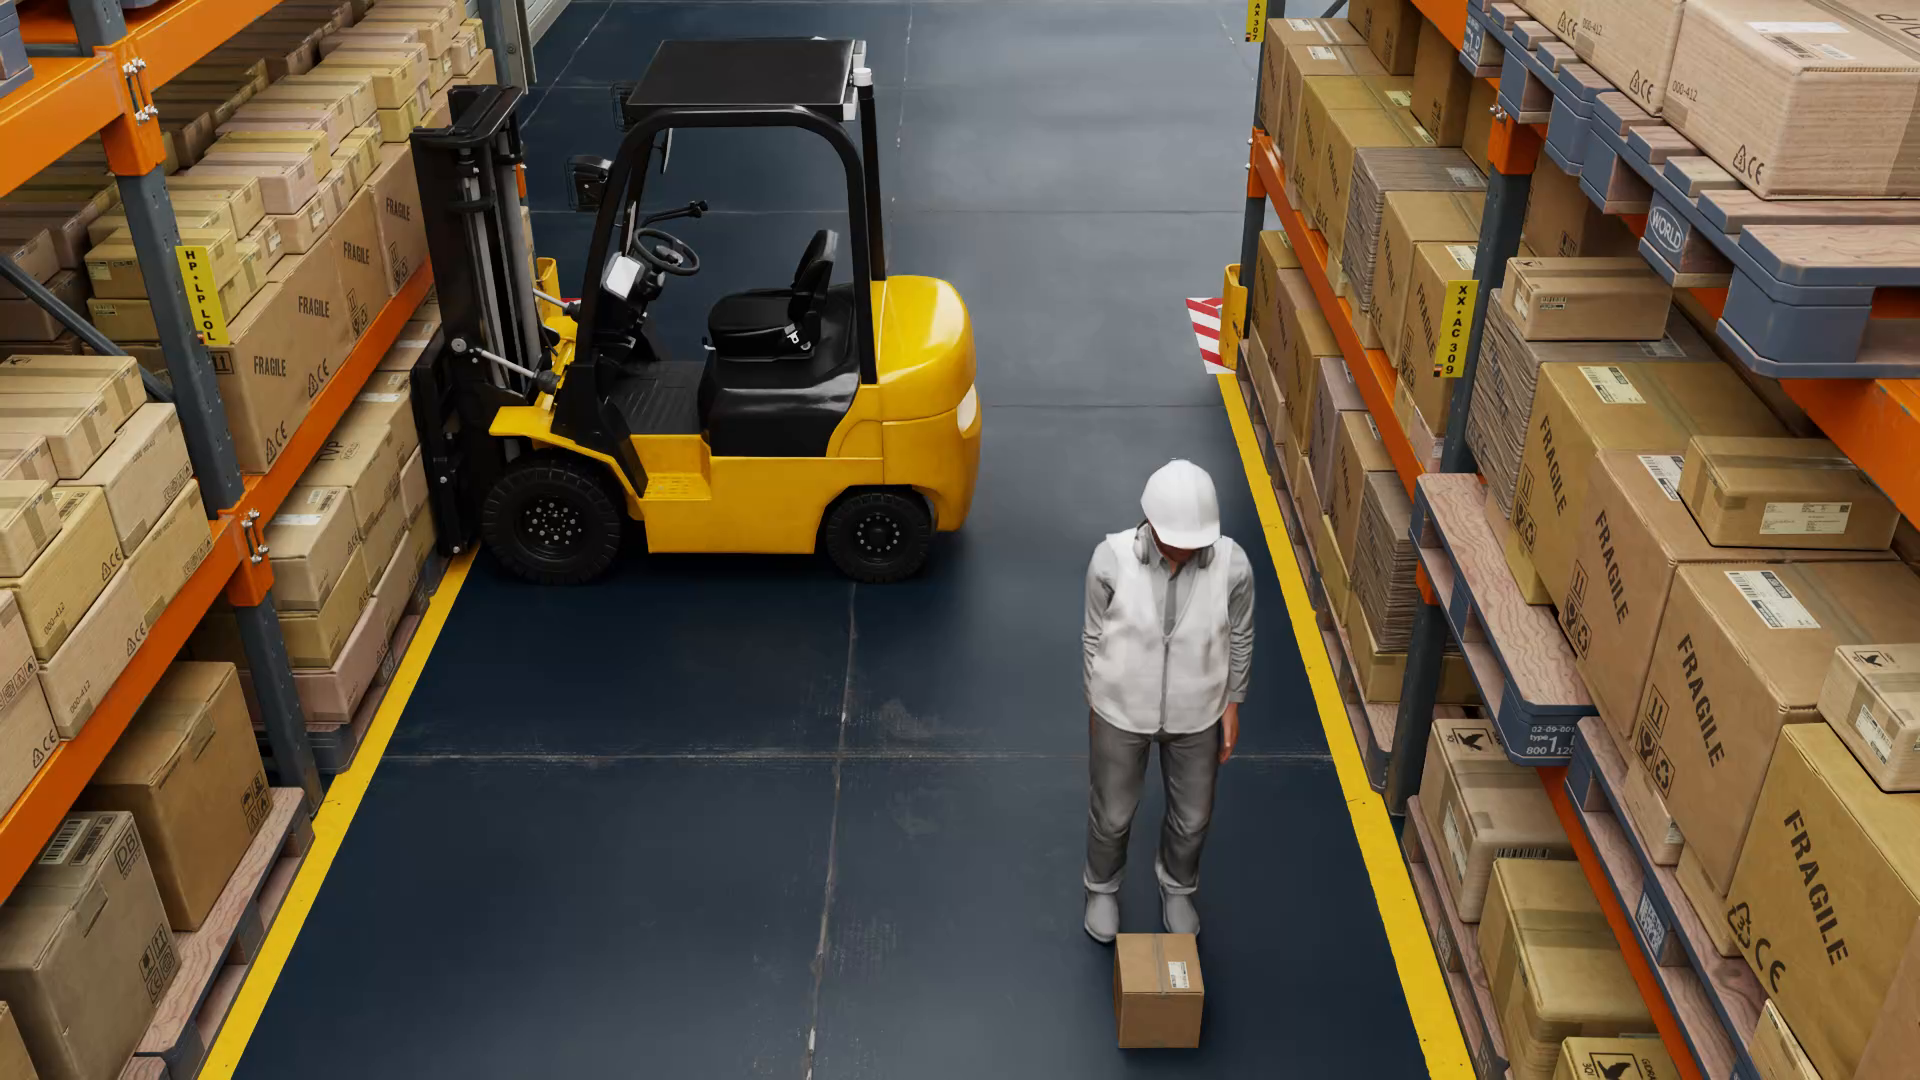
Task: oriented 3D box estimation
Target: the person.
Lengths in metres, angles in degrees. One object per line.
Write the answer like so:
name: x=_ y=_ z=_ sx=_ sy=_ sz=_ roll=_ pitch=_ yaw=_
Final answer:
person: x=0.645 y=0.524 z=5.262 sx=0.535 sy=1.763 sz=0.363 roll=0 pitch=31 yaw=0
